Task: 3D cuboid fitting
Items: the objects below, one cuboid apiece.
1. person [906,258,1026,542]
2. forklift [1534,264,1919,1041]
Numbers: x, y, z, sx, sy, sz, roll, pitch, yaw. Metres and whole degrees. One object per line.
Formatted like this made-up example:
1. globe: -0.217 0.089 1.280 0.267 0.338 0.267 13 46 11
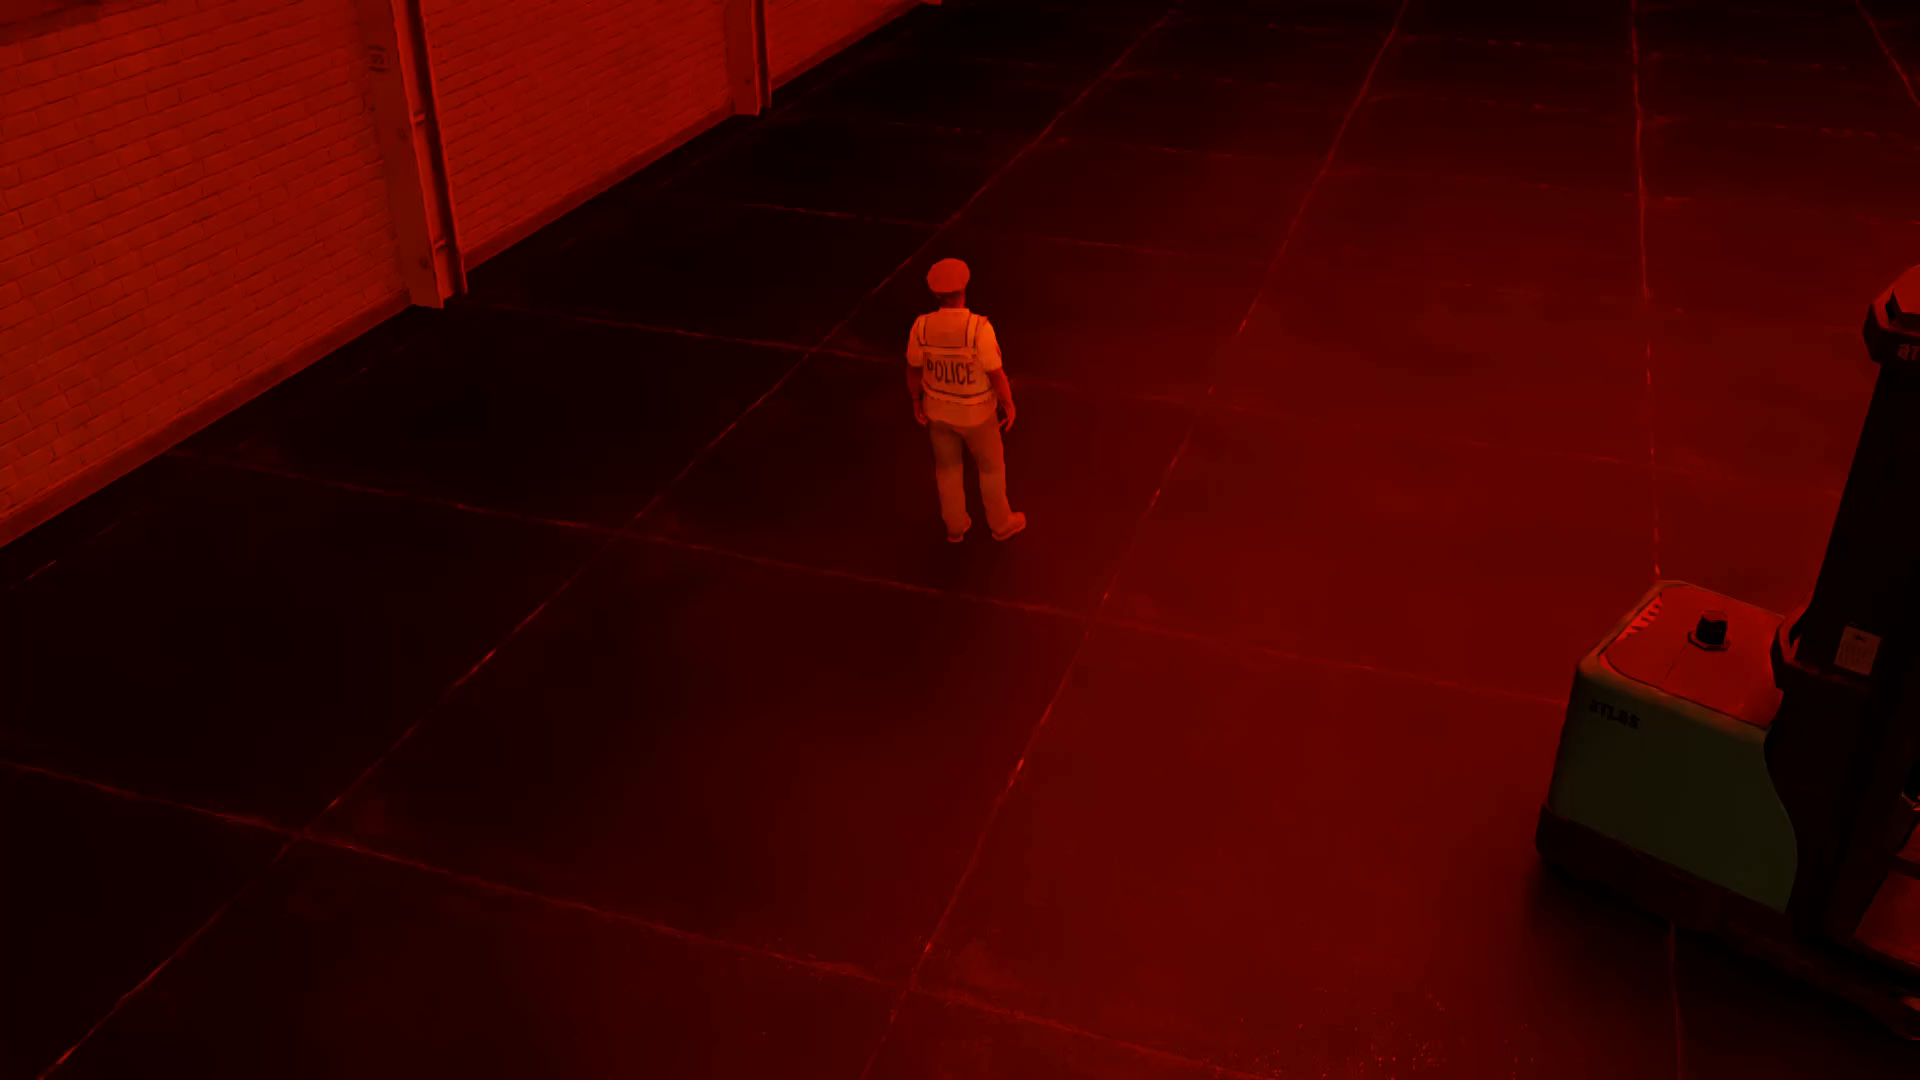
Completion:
1. person: 0.037 -0.815 9.712 0.640 1.781 0.574 10 31 16
2. forklift: 4.042 0.480 6.295 3.031 2.935 1.130 23 37 35
